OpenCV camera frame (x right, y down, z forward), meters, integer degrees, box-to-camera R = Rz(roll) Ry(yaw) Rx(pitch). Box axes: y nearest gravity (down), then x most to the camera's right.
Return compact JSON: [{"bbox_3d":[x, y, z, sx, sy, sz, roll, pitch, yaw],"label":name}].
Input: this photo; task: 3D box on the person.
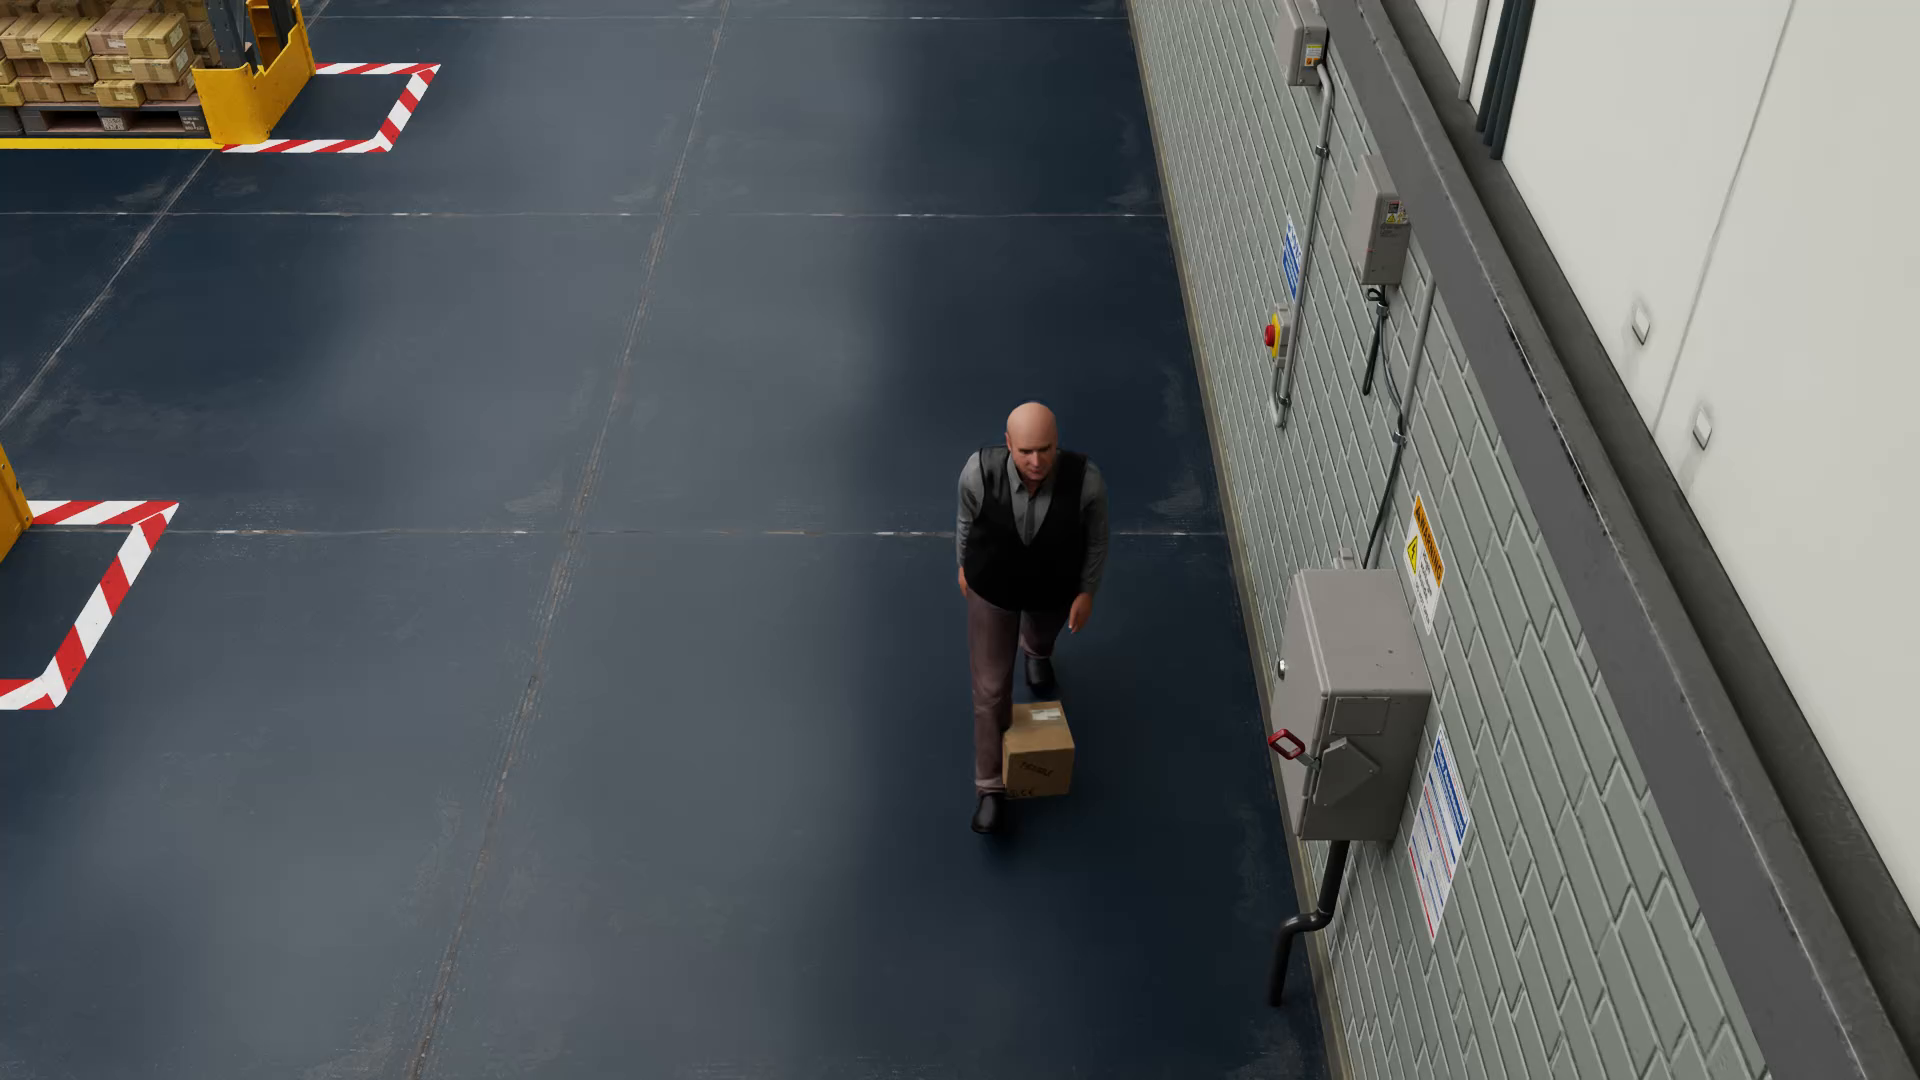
[{"bbox_3d":[0.258,0.171,5.995,0.544,1.651,1.119,0,39,-1],"label":"person"}]
